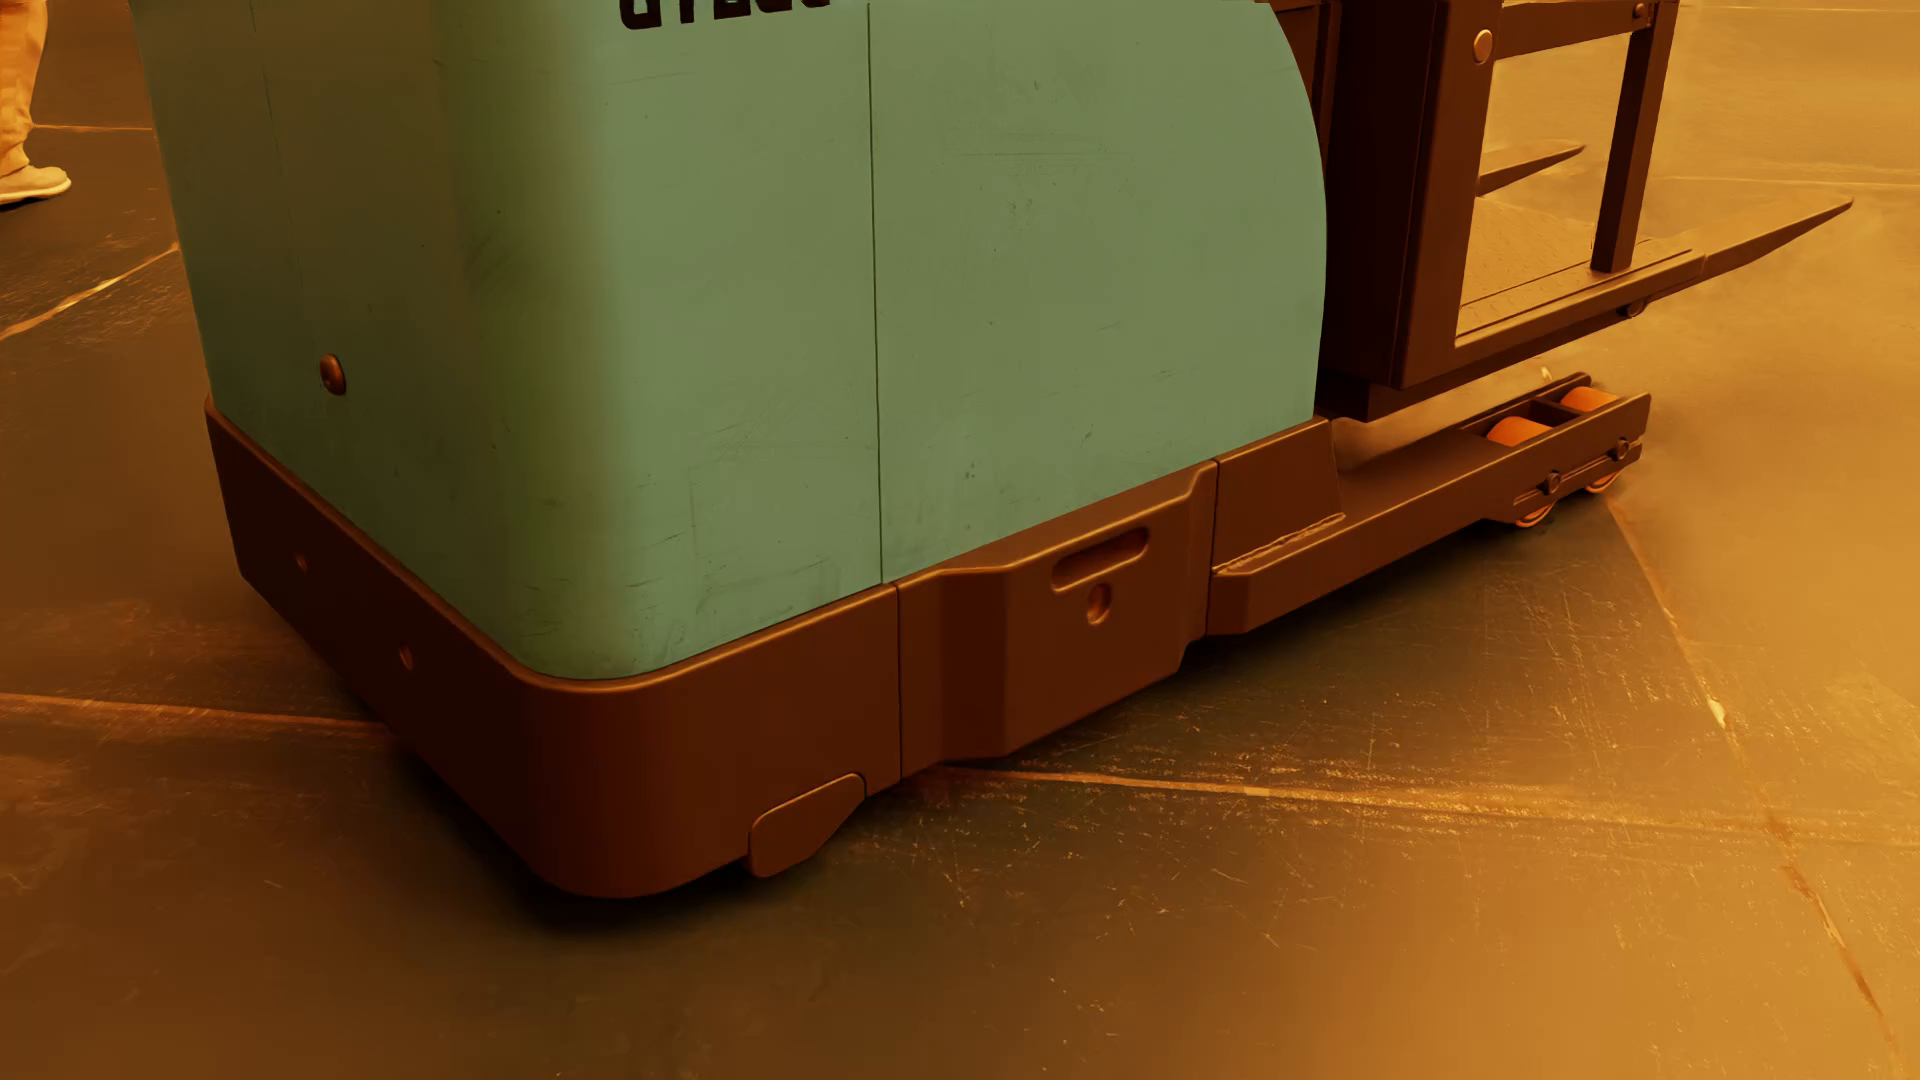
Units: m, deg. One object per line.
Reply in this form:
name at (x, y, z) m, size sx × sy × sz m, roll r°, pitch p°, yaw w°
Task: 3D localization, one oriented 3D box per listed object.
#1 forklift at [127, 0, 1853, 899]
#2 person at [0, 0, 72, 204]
forklift at (0.462, -1.491, 2.205) m, size 3.031 × 2.935 × 1.130 m, roll -21°, pitch 33°, yaw -35°
person at (-2.375, -1.561, 3.830) m, size 0.862 × 1.613 × 0.819 m, roll 3°, pitch 27°, yaw 7°
